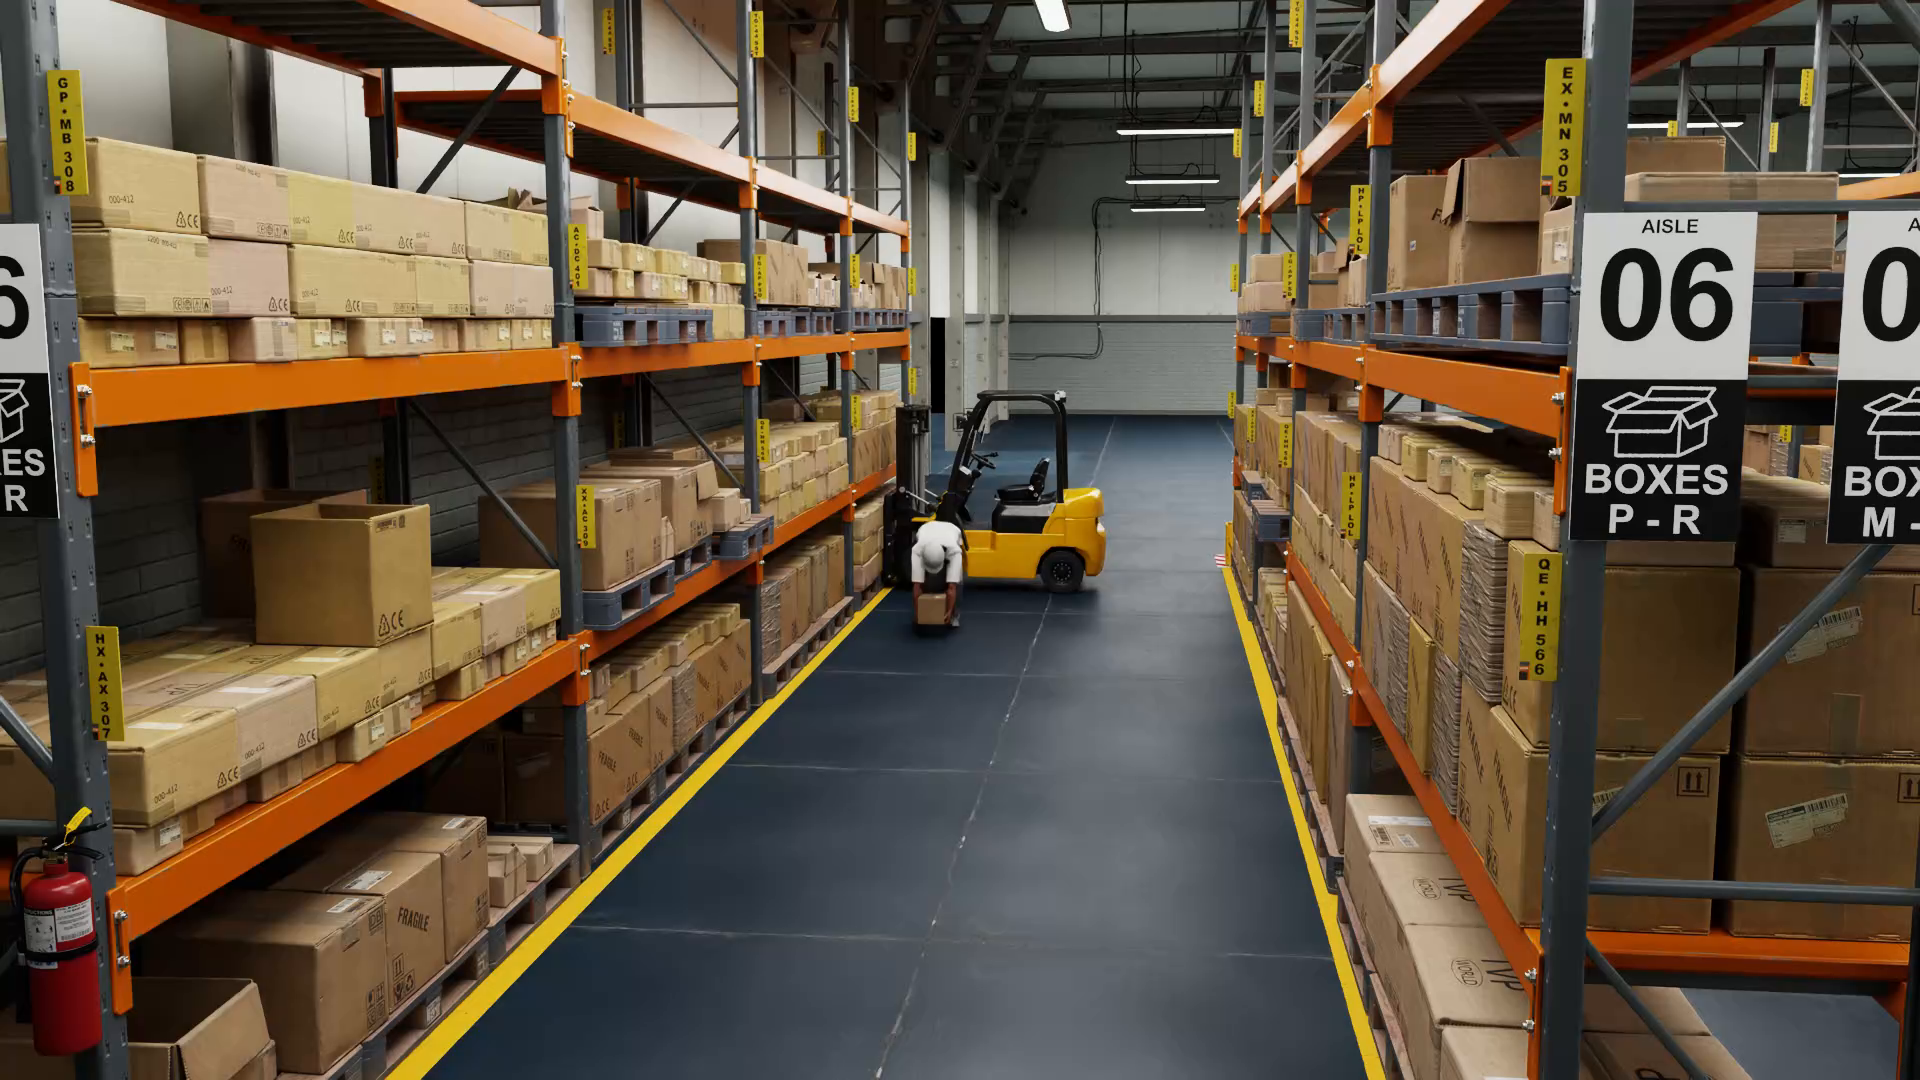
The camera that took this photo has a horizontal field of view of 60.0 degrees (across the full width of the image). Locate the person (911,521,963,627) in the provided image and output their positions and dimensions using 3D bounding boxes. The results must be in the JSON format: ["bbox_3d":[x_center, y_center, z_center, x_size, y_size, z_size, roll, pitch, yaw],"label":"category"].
[{"bbox_3d":[-0.213,0.353,15.863,0.499,1.018,0.977,1,8,5],"label":"person"}]
